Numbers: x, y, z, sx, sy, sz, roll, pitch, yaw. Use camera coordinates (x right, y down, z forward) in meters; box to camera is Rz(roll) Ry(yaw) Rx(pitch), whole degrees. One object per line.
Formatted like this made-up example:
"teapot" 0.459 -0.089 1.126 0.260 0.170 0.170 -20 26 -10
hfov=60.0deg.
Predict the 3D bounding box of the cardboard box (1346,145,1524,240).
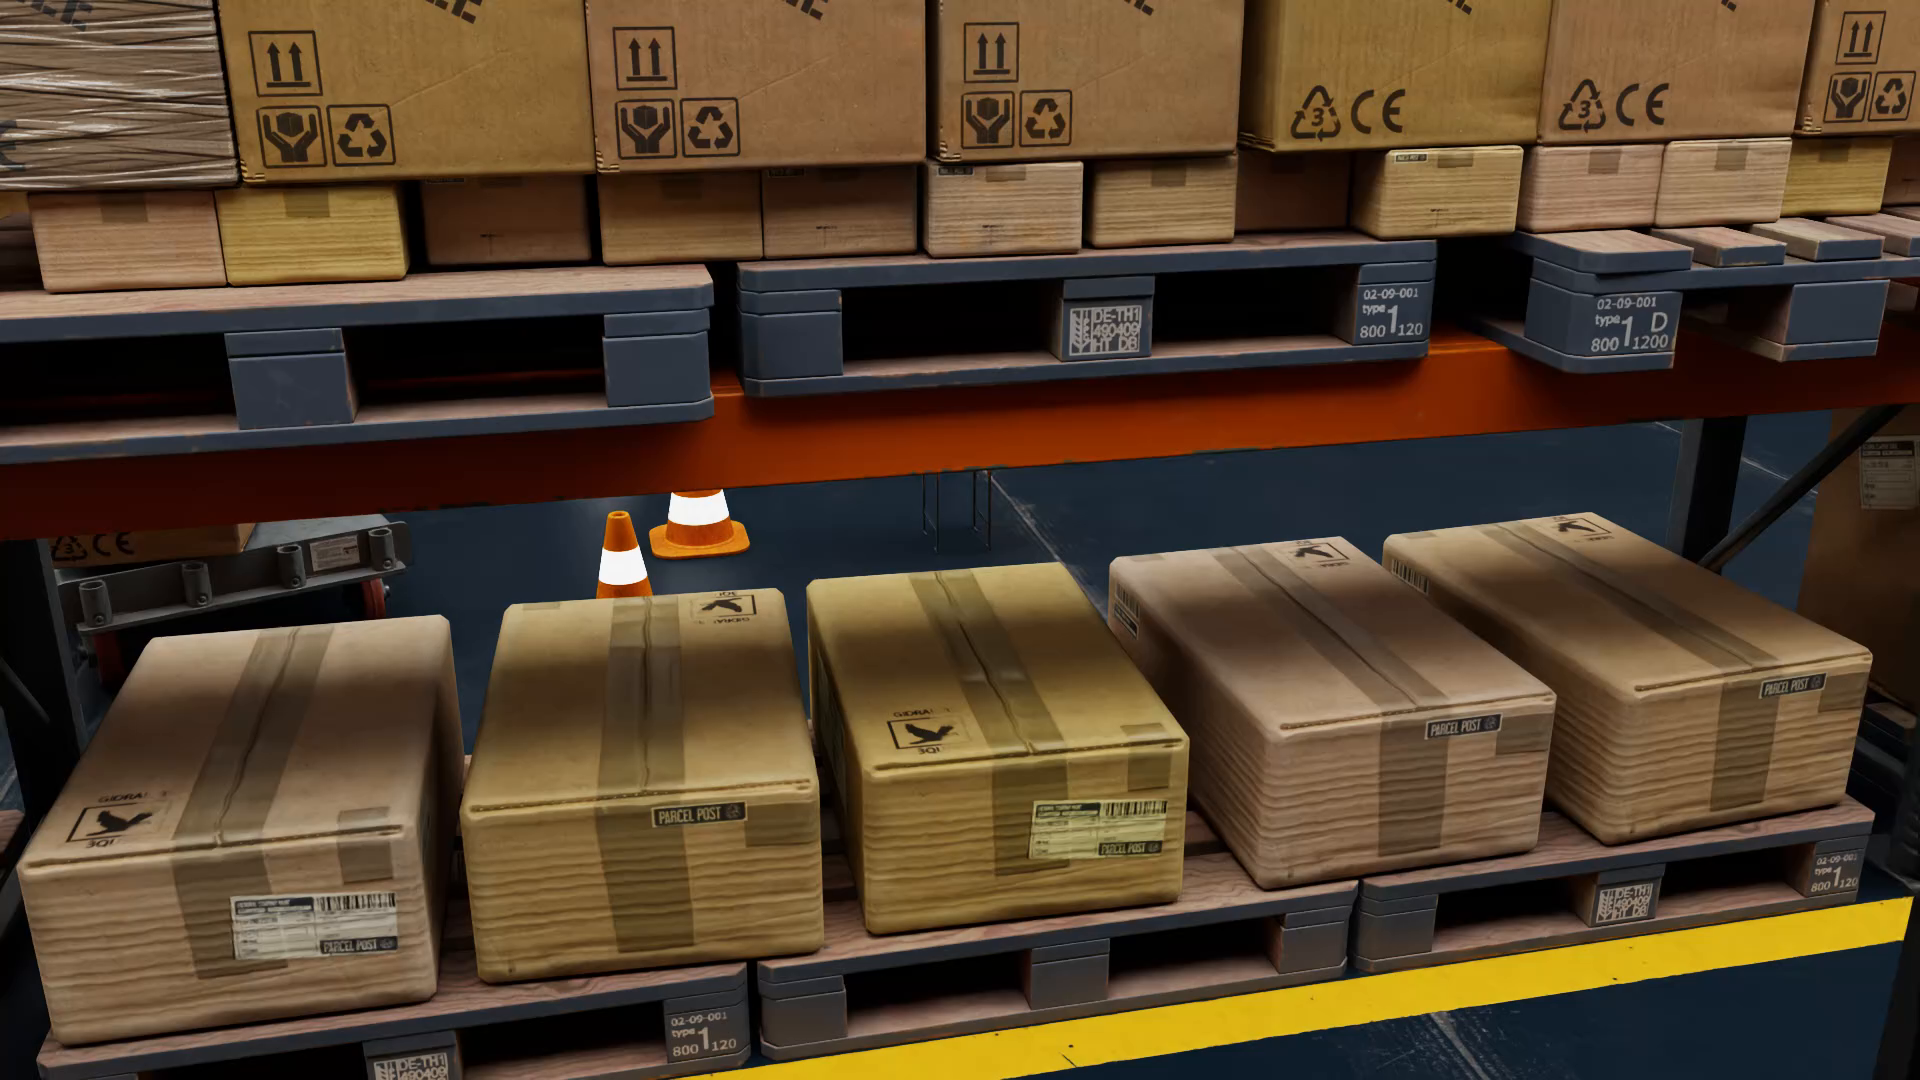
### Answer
"cardboard box" 0.791 -0.646 2.973 0.250 0.149 0.380 -4 21 -12

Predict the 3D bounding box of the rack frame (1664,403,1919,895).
"rack frame" 2.046 -0.796 3.627 0.127 3.000 1.000 -5 21 -12

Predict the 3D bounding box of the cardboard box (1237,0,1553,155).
"cardboard box" 0.676 -0.966 2.902 0.500 0.500 0.500 -6 21 -16

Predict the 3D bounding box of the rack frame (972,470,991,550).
"rack frame" 0.075 -0.569 5.625 0.006 1.200 0.240 -5 21 -12

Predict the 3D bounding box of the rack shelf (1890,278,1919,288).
"rack shelf" 3.992 -0.616 4.182 4.000 0.370 1.077 -5 21 -12

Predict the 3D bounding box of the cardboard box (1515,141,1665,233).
"cardboard box" 1.055 -0.673 3.045 0.250 0.149 0.380 -6 21 -15

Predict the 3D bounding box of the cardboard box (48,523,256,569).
"cardboard box" -2.285 -0.255 4.682 0.500 0.500 0.500 -5 21 -12

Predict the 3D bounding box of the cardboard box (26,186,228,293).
"cardboard box" -1.236 -0.497 2.564 0.250 0.149 0.380 -4 21 -12

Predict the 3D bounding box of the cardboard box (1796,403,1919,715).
"cardboard box" 2.737 -0.022 3.993 0.875 0.875 0.875 -5 21 -13

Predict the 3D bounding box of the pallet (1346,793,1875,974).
"pallet" 1.285 0.575 3.939 1.213 0.211 1.003 -5 21 -12

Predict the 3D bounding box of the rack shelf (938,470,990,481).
"rack shelf" -0.014 -0.295 5.703 0.180 0.103 0.258 -5 21 -12

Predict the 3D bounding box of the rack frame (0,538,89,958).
"rack frame" -1.847 -0.479 2.762 0.127 3.000 1.000 -5 21 -12

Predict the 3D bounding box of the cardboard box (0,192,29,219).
"cardboard box" -3.712 -1.301 7.485 0.875 0.875 0.875 -4 21 -12

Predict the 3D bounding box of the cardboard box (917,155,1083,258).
"cardboard box" 0.039 -0.590 2.820 0.250 0.149 0.380 -4 20 -10

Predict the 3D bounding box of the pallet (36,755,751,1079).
"pallet" -1.089 0.768 3.412 1.213 0.211 1.003 -5 21 -12

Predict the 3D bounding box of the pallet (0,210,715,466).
"pallet" -1.069 -0.401 2.828 1.213 0.211 1.003 -5 21 -12

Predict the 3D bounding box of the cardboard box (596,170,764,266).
"cardboard box" -0.473 -0.568 2.758 0.250 0.149 0.380 -4 21 -12

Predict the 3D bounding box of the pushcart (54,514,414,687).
"pushcart" -2.420 -0.007 5.286 0.936 0.377 1.648 -13 24 -31

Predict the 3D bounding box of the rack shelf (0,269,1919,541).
"rack shelf" 0.100 -0.300 3.318 4.000 0.370 1.077 -5 21 -12

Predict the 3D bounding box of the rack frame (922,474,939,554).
"rack frame" -0.103 -0.555 5.585 0.006 1.200 0.240 -5 21 -12

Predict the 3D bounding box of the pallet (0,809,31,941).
"pallet" -2.492 0.895 3.065 1.213 0.211 1.003 -5 21 -12

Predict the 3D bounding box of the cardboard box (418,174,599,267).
"cardboard box" -0.733 -0.561 2.741 0.250 0.149 0.380 -3 20 -9

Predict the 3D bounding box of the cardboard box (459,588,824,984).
"cardboard box" -0.638 0.457 3.416 0.625 0.372 0.950 -3 20 -9

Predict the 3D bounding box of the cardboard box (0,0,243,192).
"cardboard box" -1.324 -0.804 2.461 0.500 0.500 0.500 -4 21 -11

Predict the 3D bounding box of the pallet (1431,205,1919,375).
"pallet" 1.377 -0.614 3.408 1.003 0.211 1.213 -5 21 -12

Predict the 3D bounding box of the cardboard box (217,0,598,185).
"cardboard box" -0.837 -0.844 2.570 0.500 0.500 0.500 -5 21 -12

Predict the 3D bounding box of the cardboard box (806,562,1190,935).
"cardboard box" 0.038 0.401 3.568 0.625 0.372 0.950 -4 20 -11

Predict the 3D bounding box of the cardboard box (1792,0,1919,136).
"cardboard box" 1.668 -1.051 3.134 0.500 0.500 0.500 -5 21 -14

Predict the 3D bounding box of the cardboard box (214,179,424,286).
"cardboard box" -0.991 -0.513 2.610 0.250 0.149 0.380 -4 21 -11

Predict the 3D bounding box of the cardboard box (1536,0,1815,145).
"cardboard box" 1.167 -1.006 3.012 0.500 0.500 0.500 -5 21 -13

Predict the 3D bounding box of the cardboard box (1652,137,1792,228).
"cardboard box" 1.302 -0.690 3.092 0.250 0.149 0.380 -5 21 -13

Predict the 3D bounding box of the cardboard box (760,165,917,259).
"cardboard box" -0.232 -0.587 2.810 0.250 0.149 0.380 -4 21 -12

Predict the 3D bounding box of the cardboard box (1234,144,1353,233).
"cardboard box" 0.517 -0.669 3.034 0.250 0.149 0.380 -4 21 -12

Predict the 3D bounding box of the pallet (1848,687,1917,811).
"pallet" 2.831 0.476 4.208 1.213 0.211 1.003 -5 21 -12

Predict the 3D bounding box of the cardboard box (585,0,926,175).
"cardboard box" -0.353 -0.879 2.664 0.500 0.500 0.500 -5 21 -13

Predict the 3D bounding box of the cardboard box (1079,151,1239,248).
"cardboard box" 0.292 -0.621 2.905 0.250 0.149 0.380 -5 21 -14

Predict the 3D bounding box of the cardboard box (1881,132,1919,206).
"cardboard box" 1.781 -0.770 3.312 0.250 0.149 0.380 -4 20 -10

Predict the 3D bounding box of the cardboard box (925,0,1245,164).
"cardboard box" 0.145 -0.923 2.785 0.500 0.500 0.500 -6 21 -15

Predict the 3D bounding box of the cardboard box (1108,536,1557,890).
"cardboard box" 0.778 0.343 3.727 0.625 0.372 0.950 -5 21 -14

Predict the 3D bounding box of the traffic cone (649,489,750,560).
"traffic cone" -0.910 -0.213 5.722 0.334 0.463 0.336 -5 21 -12

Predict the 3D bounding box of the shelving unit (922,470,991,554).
"shelving unit" -0.014 -0.562 5.605 0.189 1.200 0.258 -5 21 -12

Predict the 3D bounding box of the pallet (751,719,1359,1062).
"pallet" 0.100 0.670 3.678 1.213 0.211 1.003 -5 21 -12

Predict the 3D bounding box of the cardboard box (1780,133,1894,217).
"cardboard box" 1.537 -0.725 3.188 0.250 0.149 0.380 -4 21 -12

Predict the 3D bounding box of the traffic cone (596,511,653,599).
"traffic cone" -0.962 0.145 4.746 0.334 0.463 0.336 -5 21 -12

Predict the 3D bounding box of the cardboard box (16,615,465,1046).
"cardboard box" -1.337 0.515 3.258 0.625 0.372 0.950 -4 21 -12

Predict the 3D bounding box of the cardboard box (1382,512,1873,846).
"cardboard box" 1.494 0.282 3.893 0.625 0.372 0.950 -6 21 -16

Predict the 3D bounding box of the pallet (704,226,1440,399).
"pallet" 0.129 -0.536 3.194 1.213 0.211 1.003 -5 21 -12
